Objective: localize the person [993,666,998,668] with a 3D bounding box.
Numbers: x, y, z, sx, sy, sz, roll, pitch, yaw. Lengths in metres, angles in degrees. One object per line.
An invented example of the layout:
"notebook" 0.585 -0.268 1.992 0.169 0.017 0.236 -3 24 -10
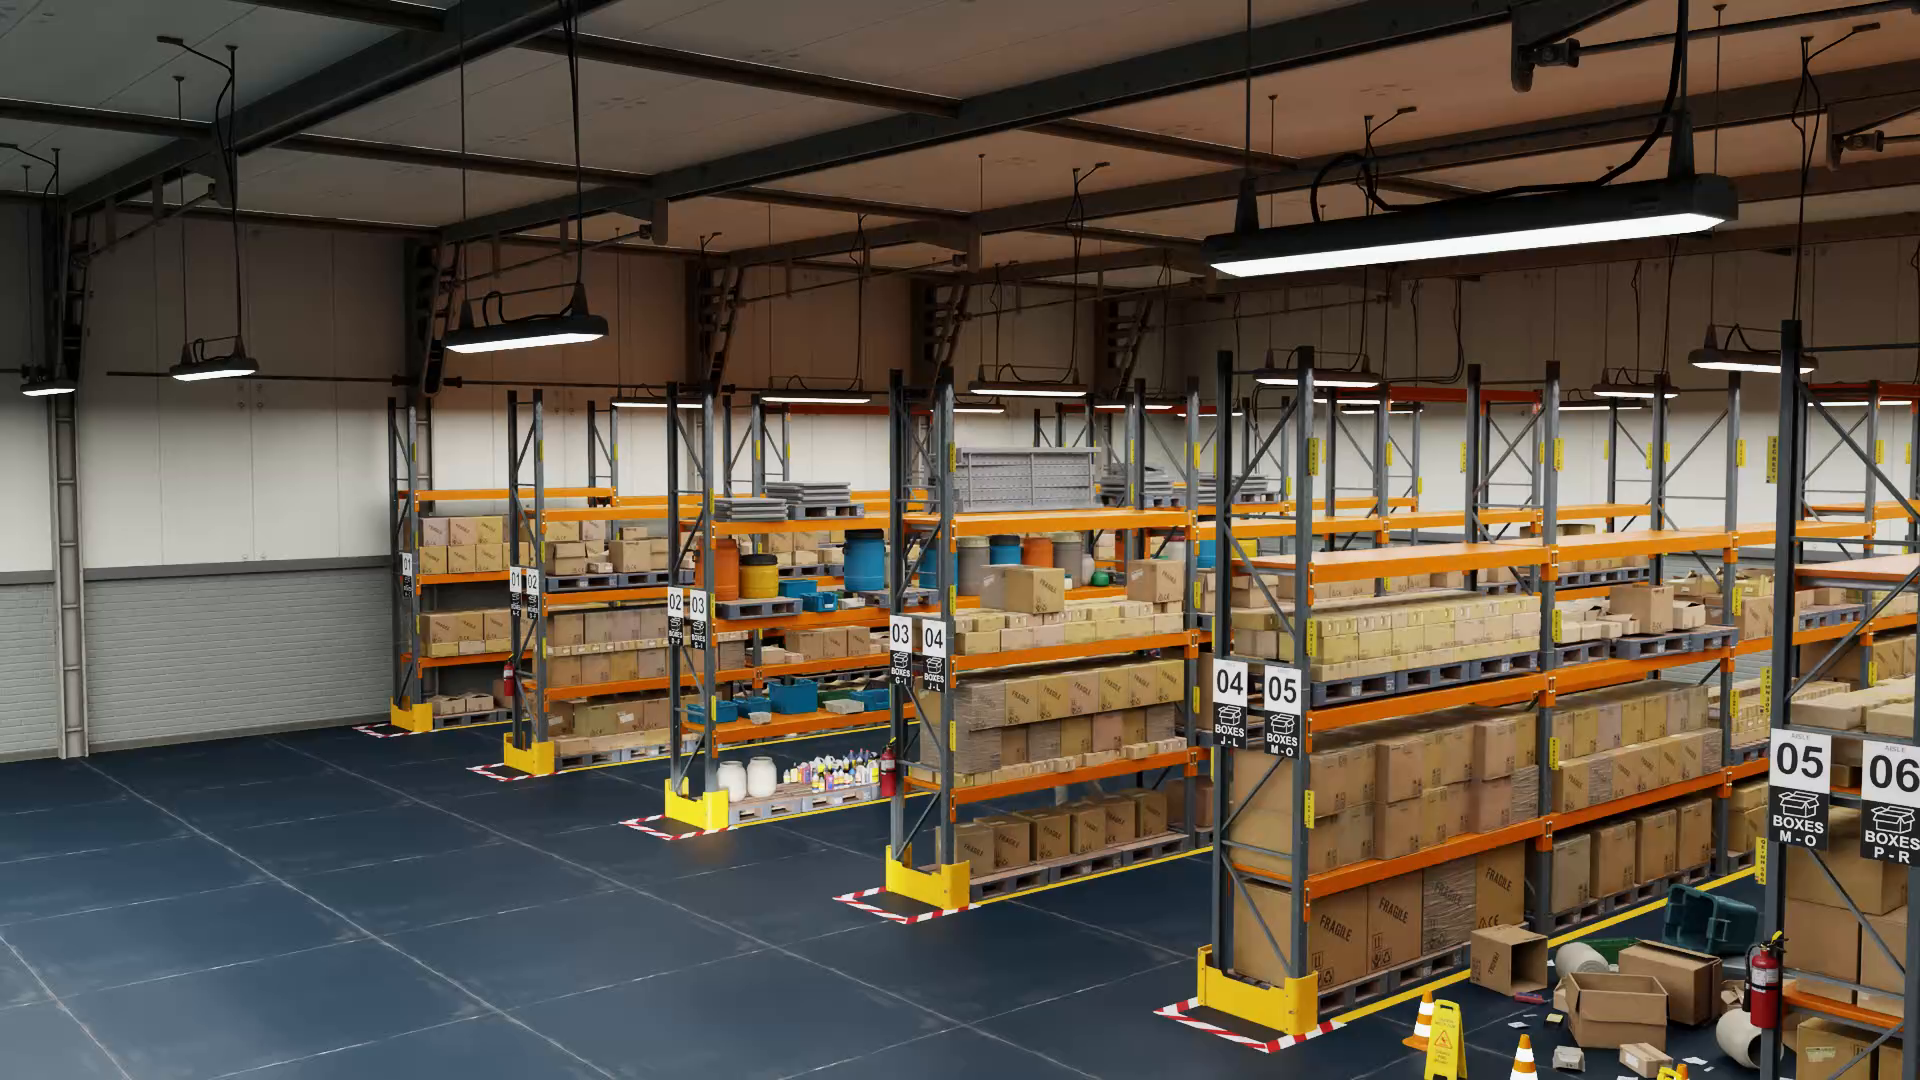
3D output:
"person" 0.304 2.632 29.458 0.574 1.758 0.778 3 5 43

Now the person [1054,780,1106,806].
"person" 1.642 2.991 22.620 1.025 1.795 0.659 -3 5 -45
